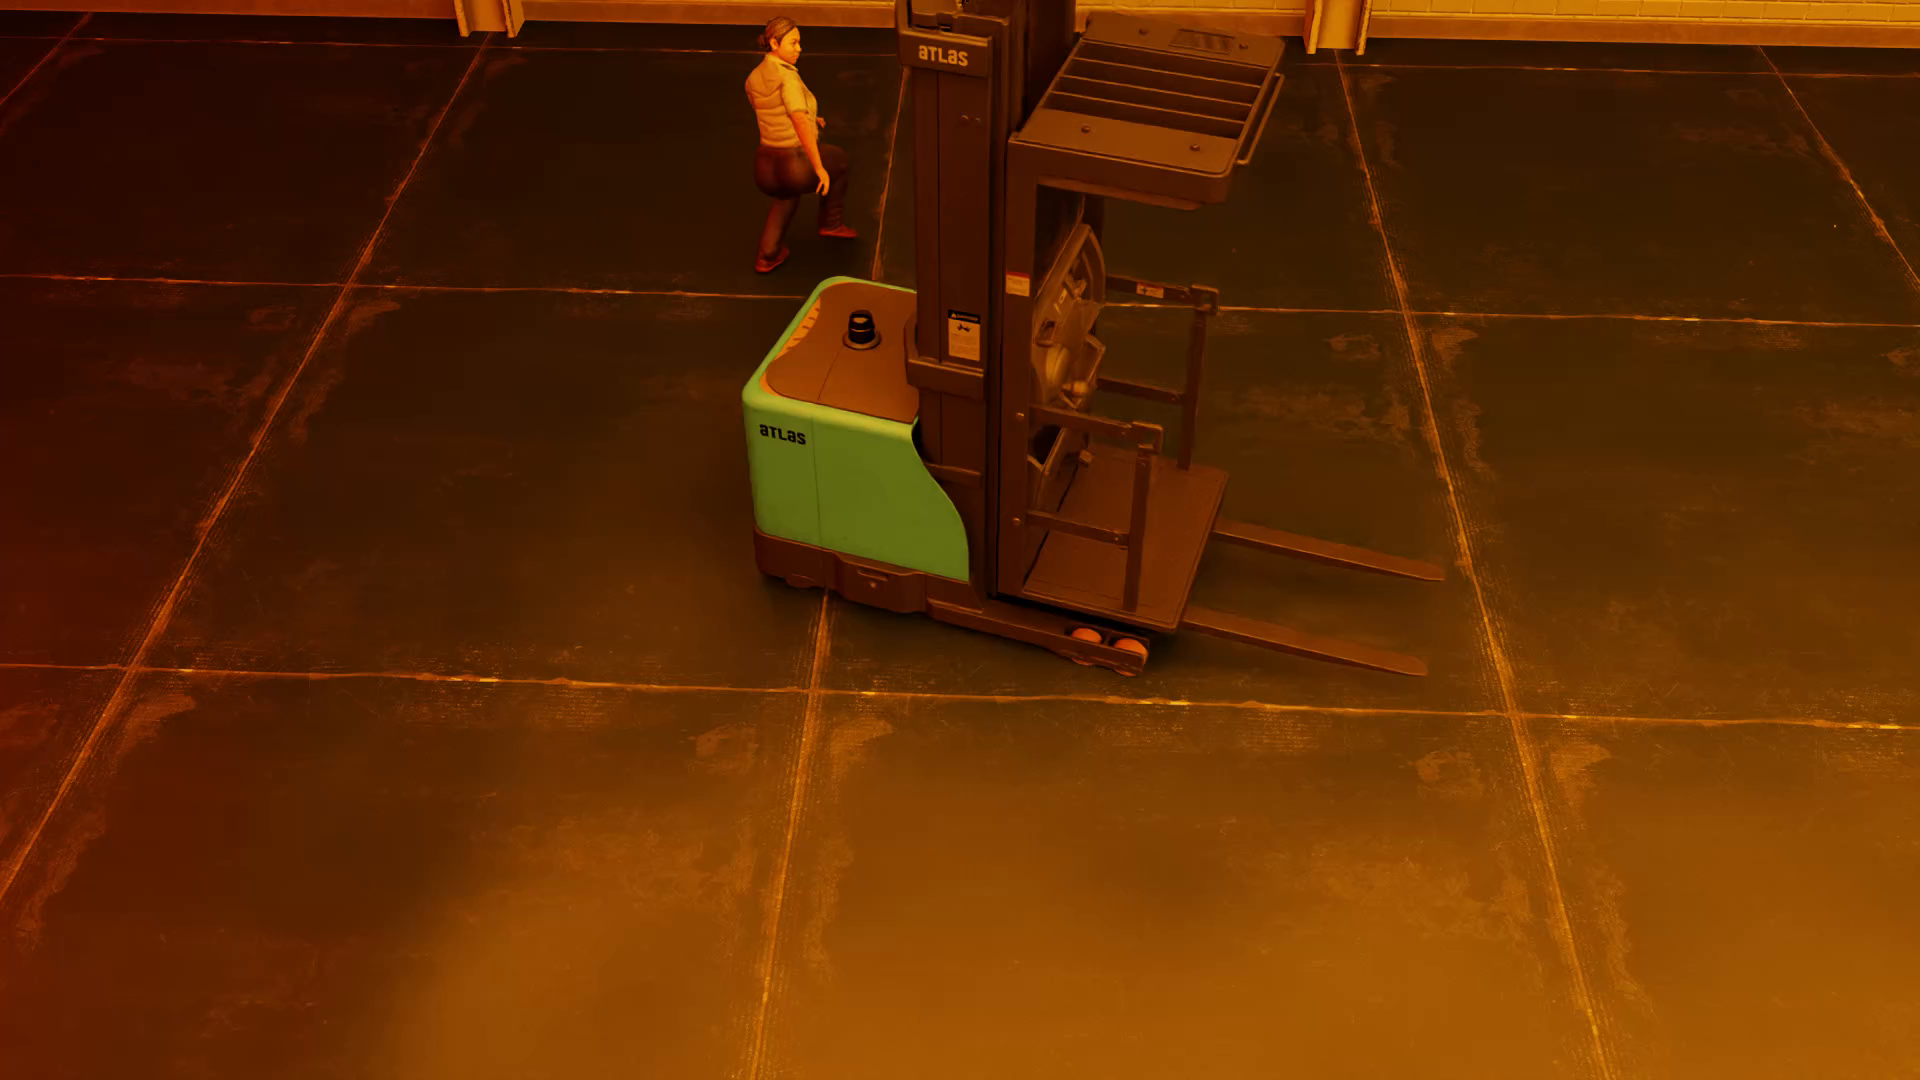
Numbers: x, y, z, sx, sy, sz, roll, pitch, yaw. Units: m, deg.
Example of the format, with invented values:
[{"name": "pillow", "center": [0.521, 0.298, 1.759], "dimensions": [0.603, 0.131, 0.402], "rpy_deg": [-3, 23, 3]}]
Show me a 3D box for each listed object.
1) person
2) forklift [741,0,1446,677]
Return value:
[{"name": "person", "center": [-0.854, -2.170, 9.238], "dimensions": [0.705, 1.460, 0.713], "rpy_deg": [22, 47, 22]}, {"name": "forklift", "center": [0.630, -0.895, 6.723], "dimensions": [3.031, 2.935, 1.130], "rpy_deg": [13, 44, 14]}]
